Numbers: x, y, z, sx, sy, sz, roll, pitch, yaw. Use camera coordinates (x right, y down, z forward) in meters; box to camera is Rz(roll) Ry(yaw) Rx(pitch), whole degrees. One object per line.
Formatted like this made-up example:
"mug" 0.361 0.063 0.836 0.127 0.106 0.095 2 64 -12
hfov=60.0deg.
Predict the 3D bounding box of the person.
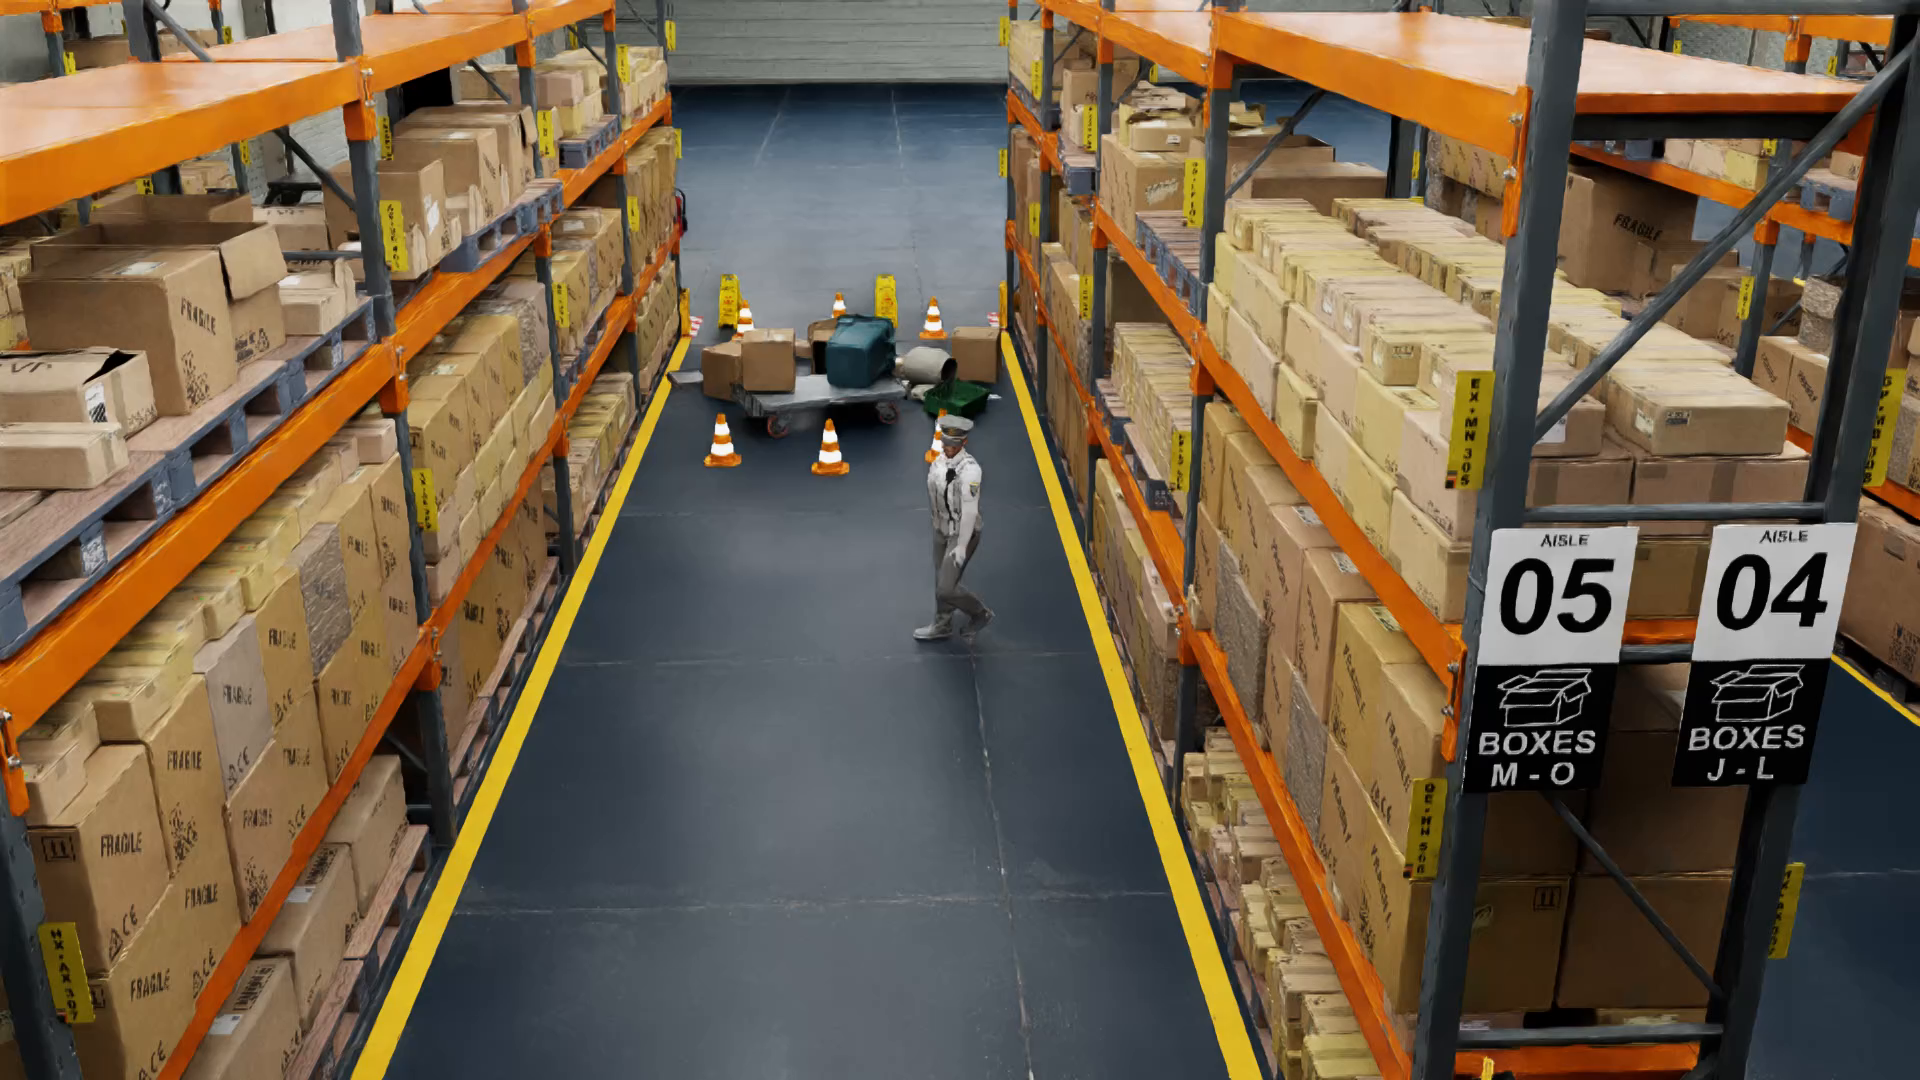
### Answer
"person" -1.130 -0.773 9.760 14.602 2.357 18.042 -12 23 -28
